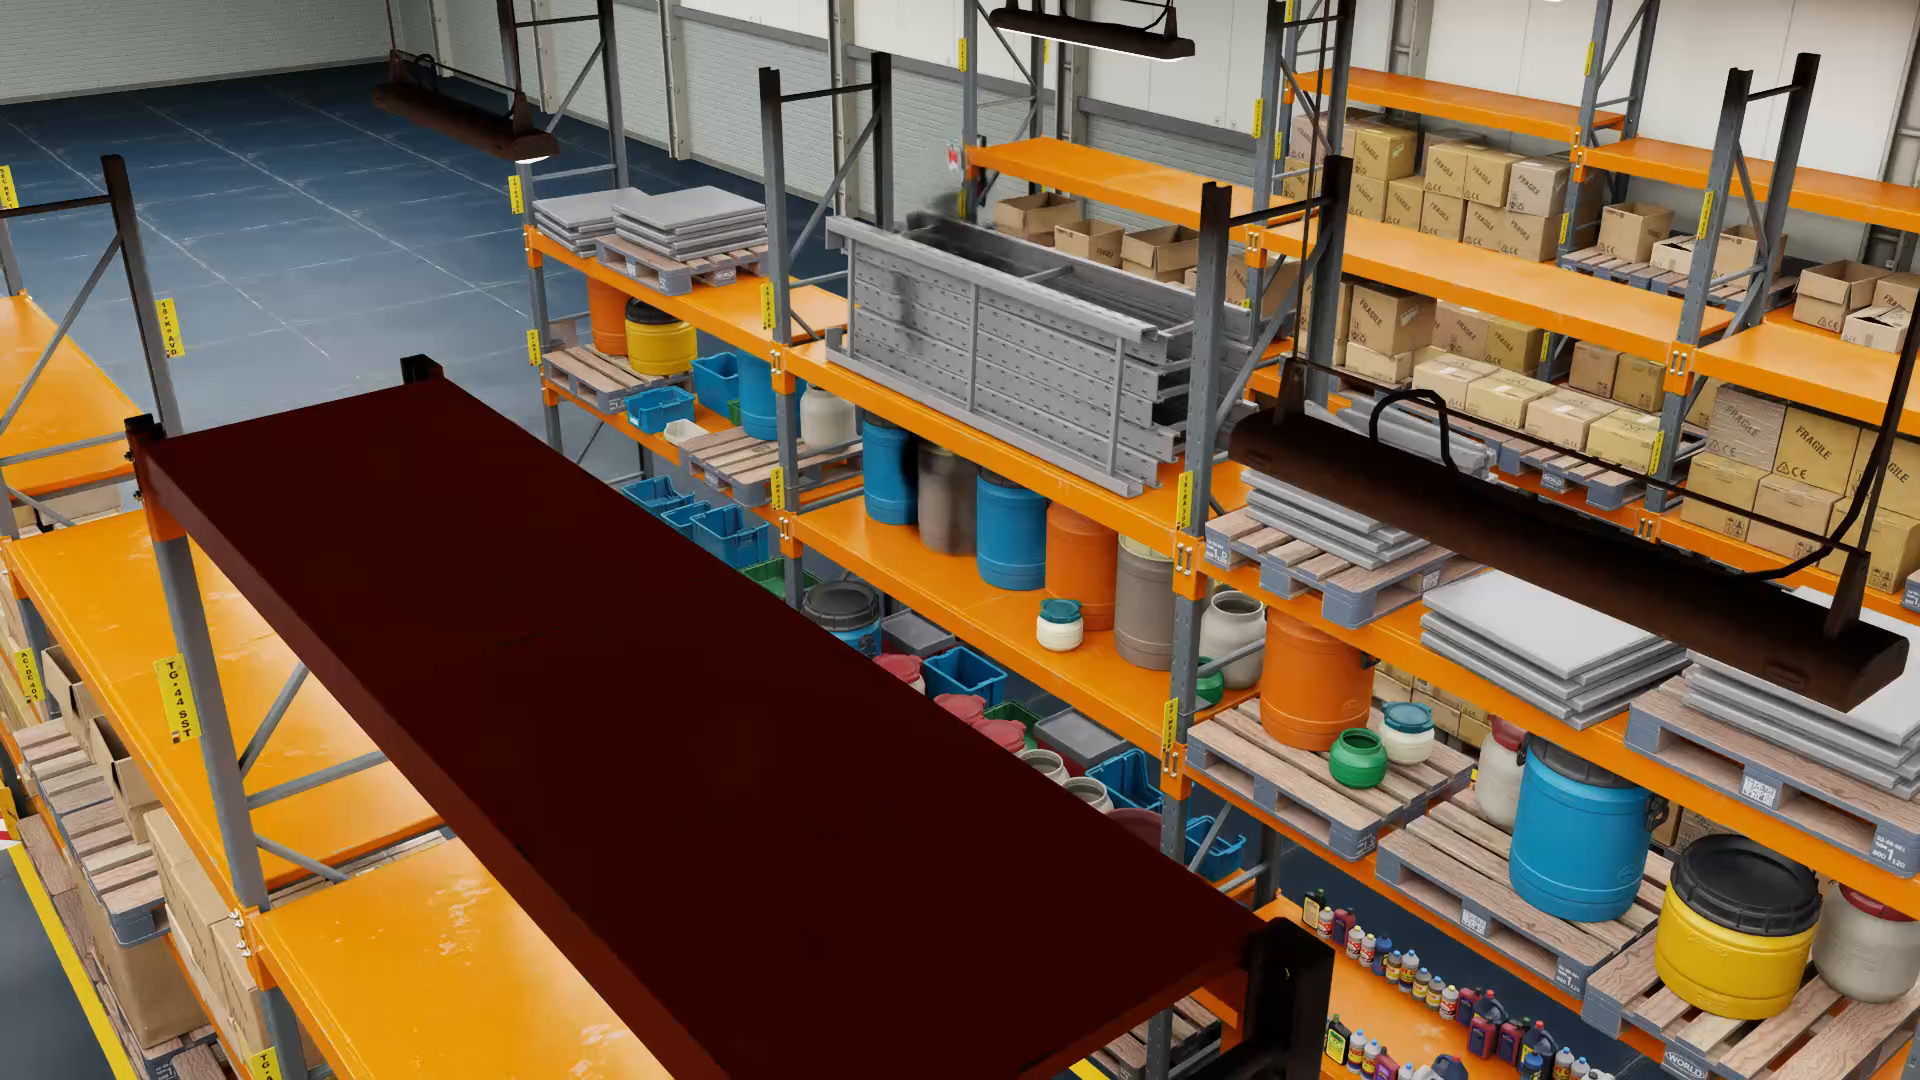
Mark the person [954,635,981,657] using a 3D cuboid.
[{"bbox_3d":[-0.005,0.824,14.554,0.655,1.696,0.971,-23,34,-39],"label":"person"}]
